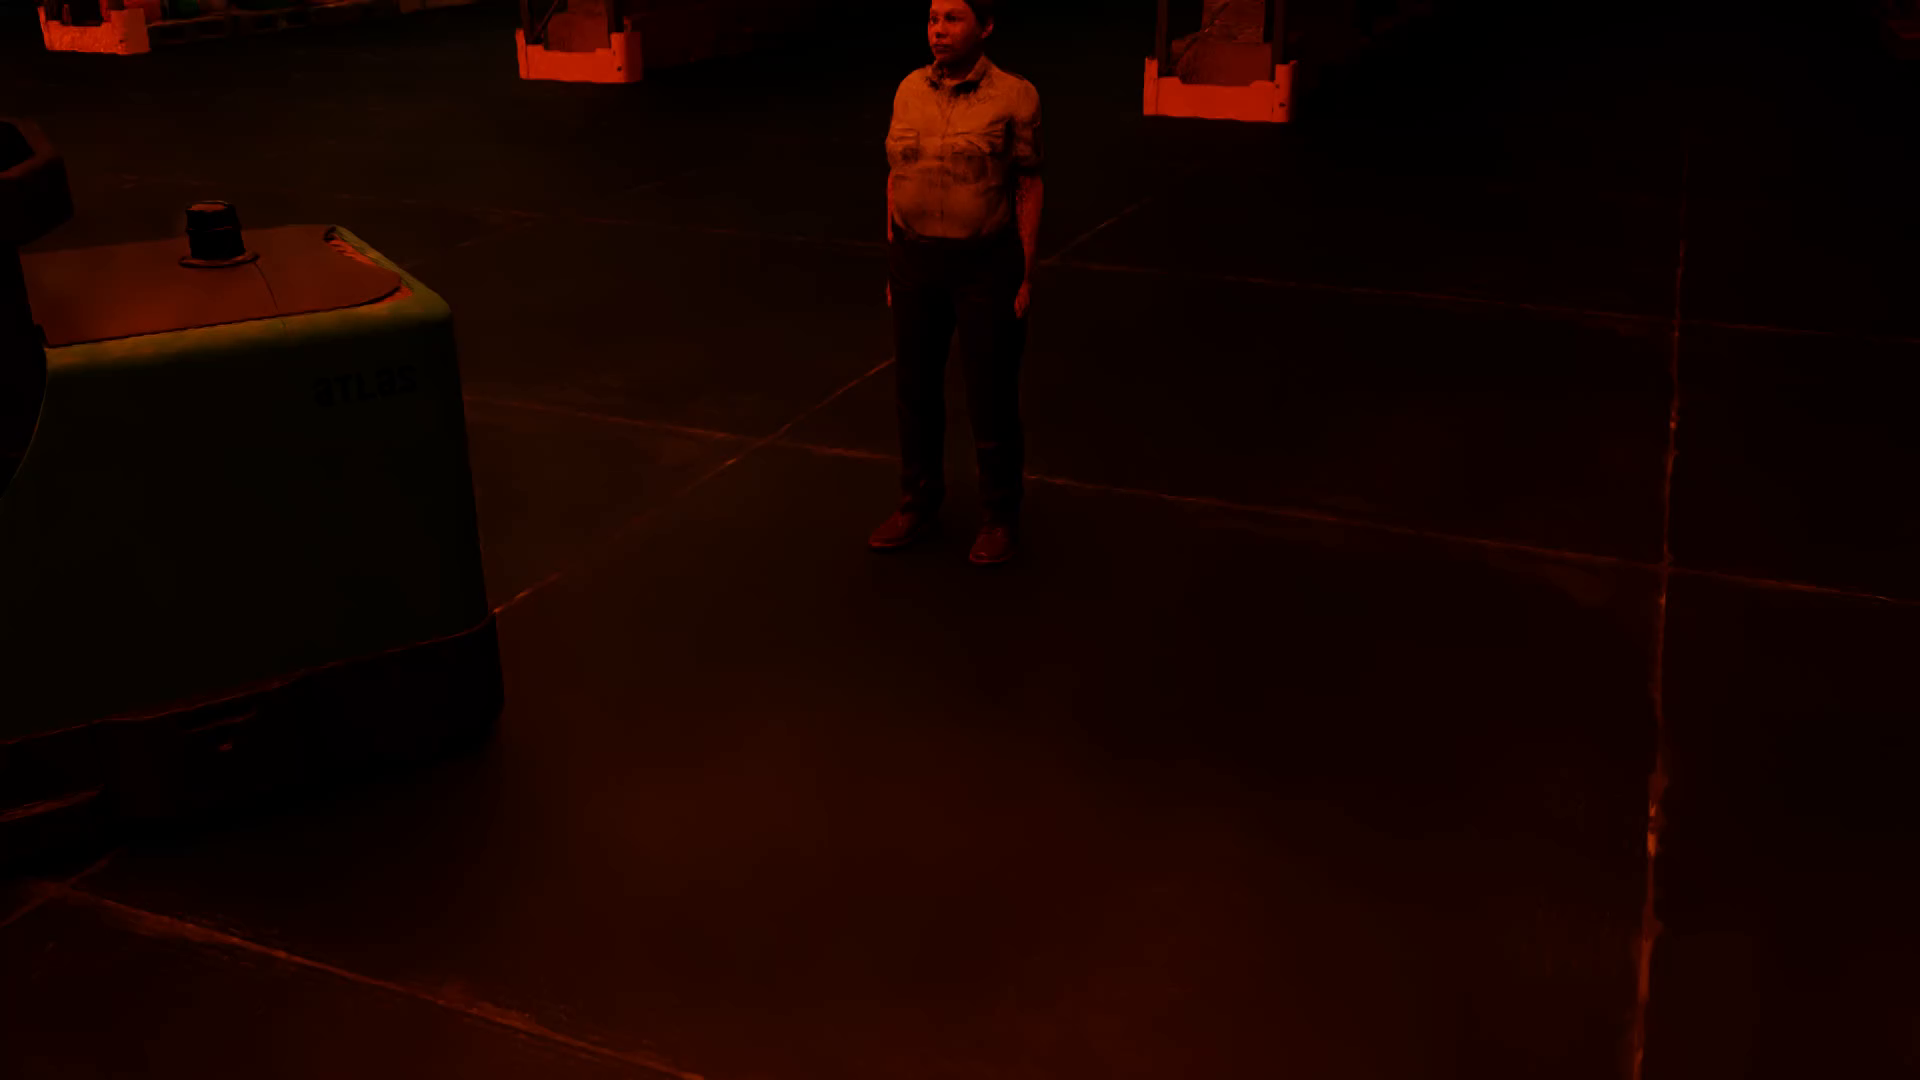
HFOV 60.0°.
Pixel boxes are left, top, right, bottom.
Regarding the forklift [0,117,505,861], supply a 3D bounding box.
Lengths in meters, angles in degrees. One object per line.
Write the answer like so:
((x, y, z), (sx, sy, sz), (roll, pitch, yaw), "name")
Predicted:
((-2.601, -0.729, 3.035), (3.031, 2.935, 1.130), (-14, 26, -30), "forklift")

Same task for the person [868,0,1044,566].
((-0.013, -0.754, 4.766), (0.480, 1.653, 0.349), (9, 24, 21), "person")
